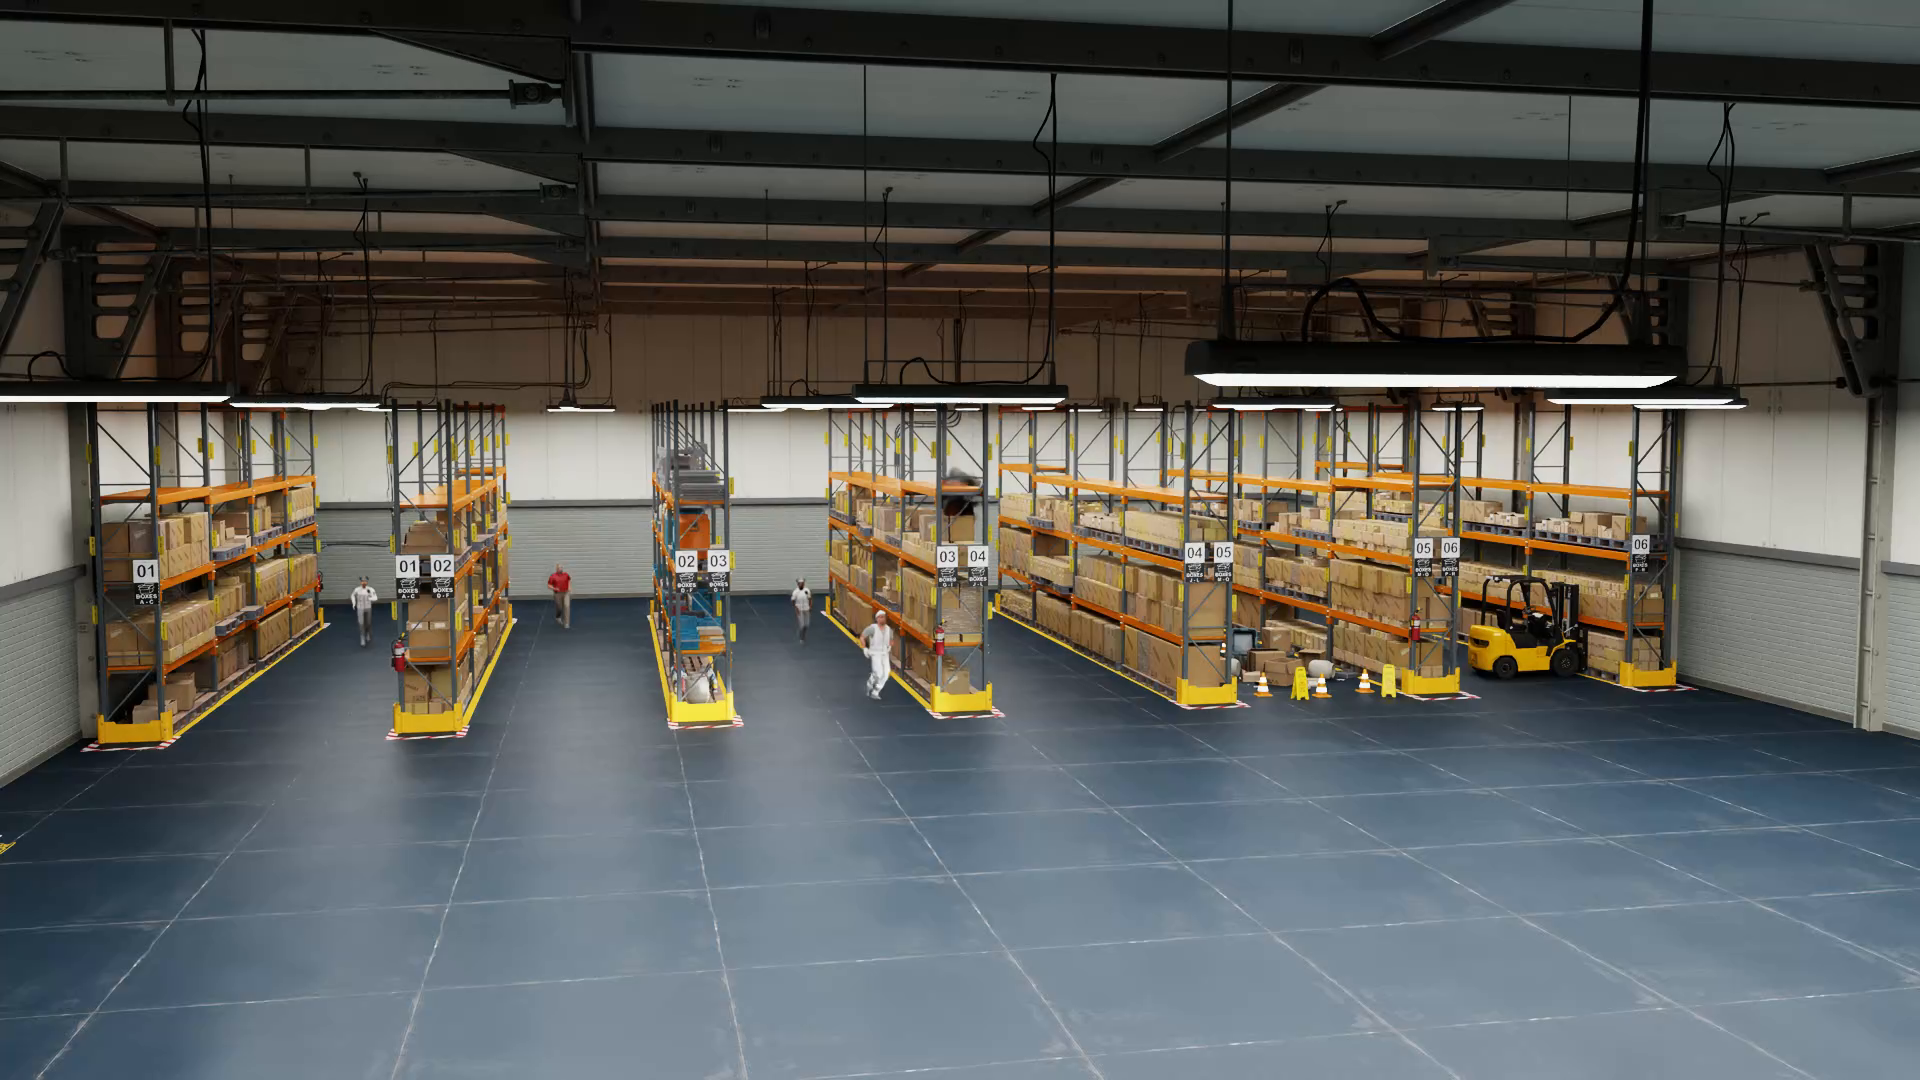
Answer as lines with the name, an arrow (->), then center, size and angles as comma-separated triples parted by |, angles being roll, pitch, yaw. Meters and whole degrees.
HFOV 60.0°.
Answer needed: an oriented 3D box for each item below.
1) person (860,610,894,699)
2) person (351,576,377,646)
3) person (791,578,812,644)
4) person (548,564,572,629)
person -> -1.526, 2.193, 31.814 | 0.664, 1.694, 0.524 | -3, 5, -34
person -> -14.827, 1.737, 41.409 | 0.600, 1.709, 0.903 | -2, 5, -23
person -> -3.953, 1.764, 41.636 | 0.565, 1.668, 0.514 | -1, 4, -17
person -> -10.704, 1.497, 44.592 | 0.664, 1.700, 1.010 | -2, 5, -26
